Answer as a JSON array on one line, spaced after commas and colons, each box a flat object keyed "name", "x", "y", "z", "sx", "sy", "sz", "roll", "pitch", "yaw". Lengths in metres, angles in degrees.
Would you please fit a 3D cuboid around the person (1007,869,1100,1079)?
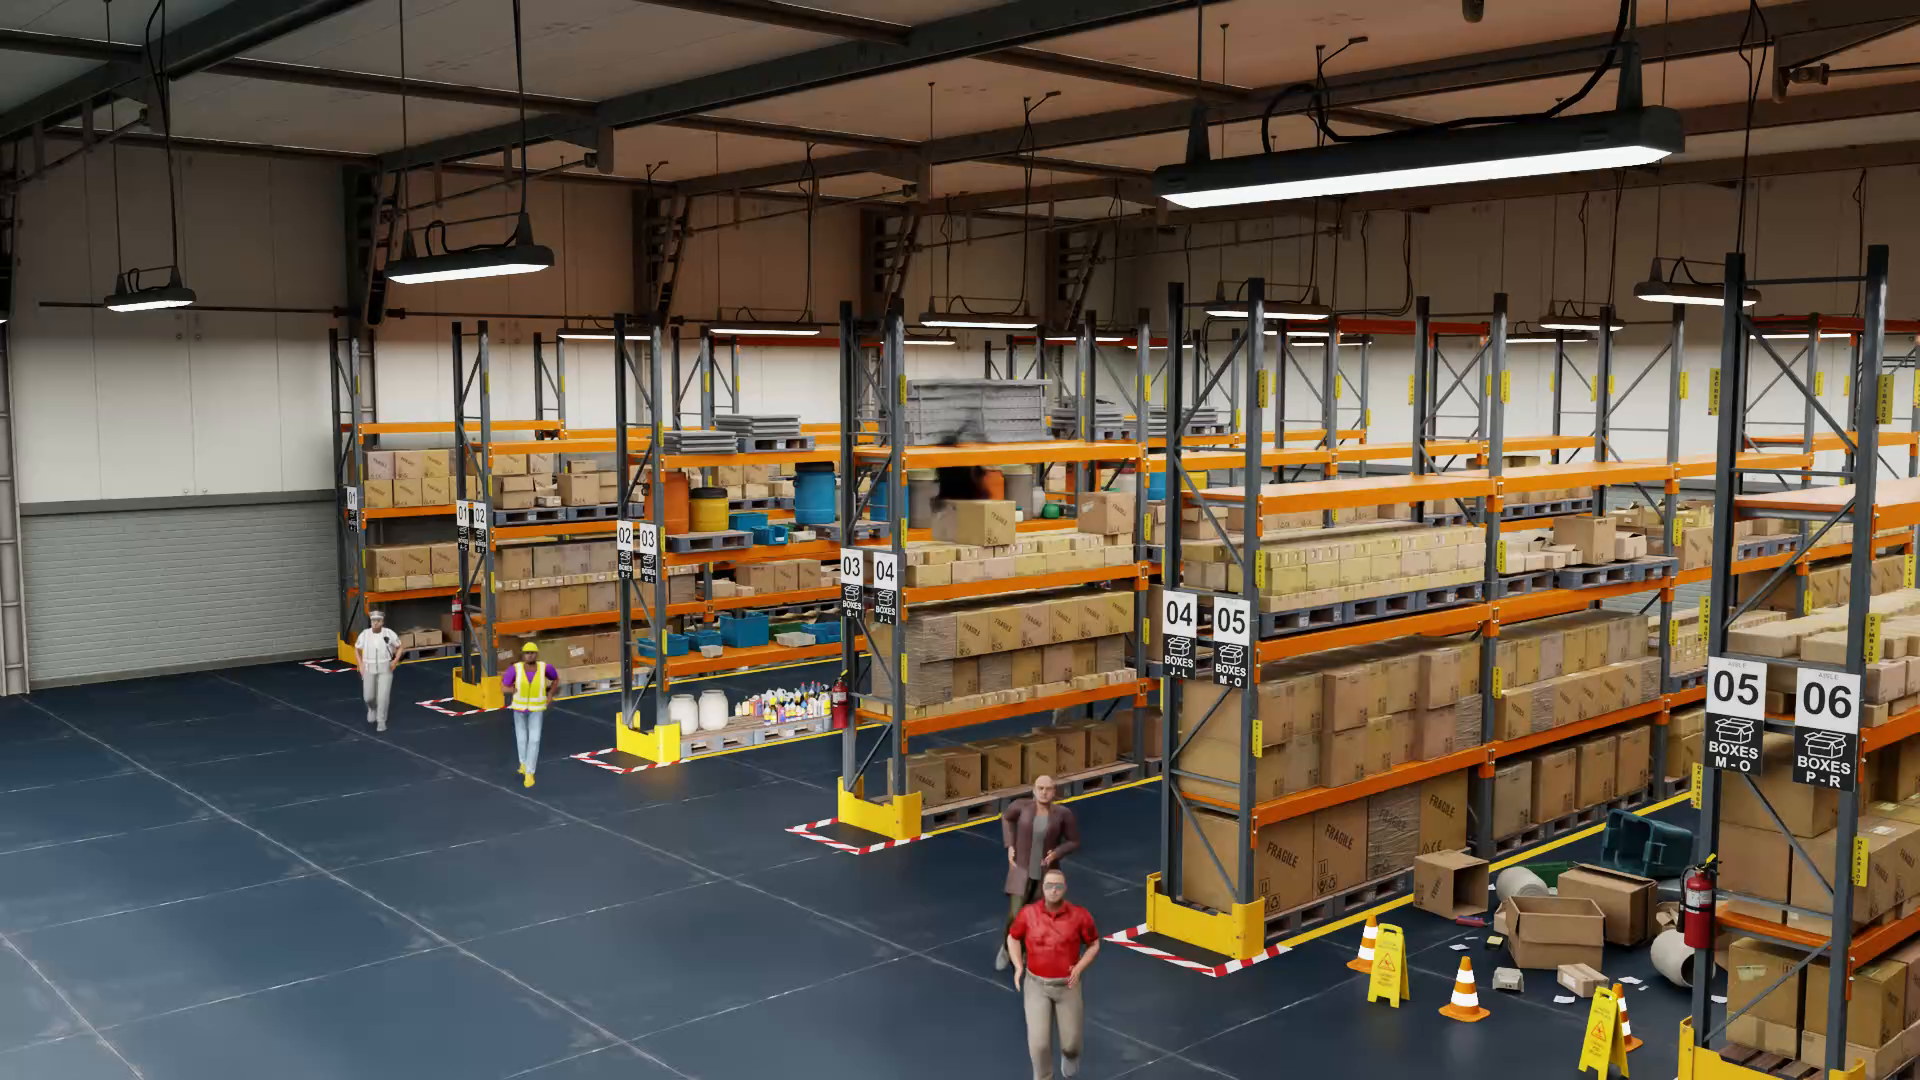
[{"name": "person", "x": 0.656, "y": 3.195, "z": 11.812, "sx": 0.669, "sy": 1.612, "sz": 0.732, "roll": 1, "pitch": 6, "yaw": 6}]

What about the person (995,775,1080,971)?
[{"name": "person", "x": 0.668, "y": 2.887, "z": 14.367, "sx": 0.731, "sy": 1.754, "sz": 0.722, "roll": 0, "pitch": 6, "yaw": 4}]

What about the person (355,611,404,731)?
[{"name": "person", "x": -8.519, "y": 1.896, "z": 24.419, "sx": 0.683, "sy": 1.755, "sz": 0.598, "roll": -2, "pitch": 6, "yaw": -15}]

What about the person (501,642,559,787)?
[{"name": "person", "x": -5.487, "y": 2.201, "z": 21.222, "sx": 0.699, "sy": 1.835, "sz": 0.772, "roll": -1, "pitch": 6, "yaw": -7}]

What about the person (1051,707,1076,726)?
[{"name": "person", "x": 1.397, "y": 2.033, "z": 23.060, "sx": 0.552, "sy": 1.693, "sz": 0.920, "roll": 5, "pitch": 8, "yaw": 42}]
